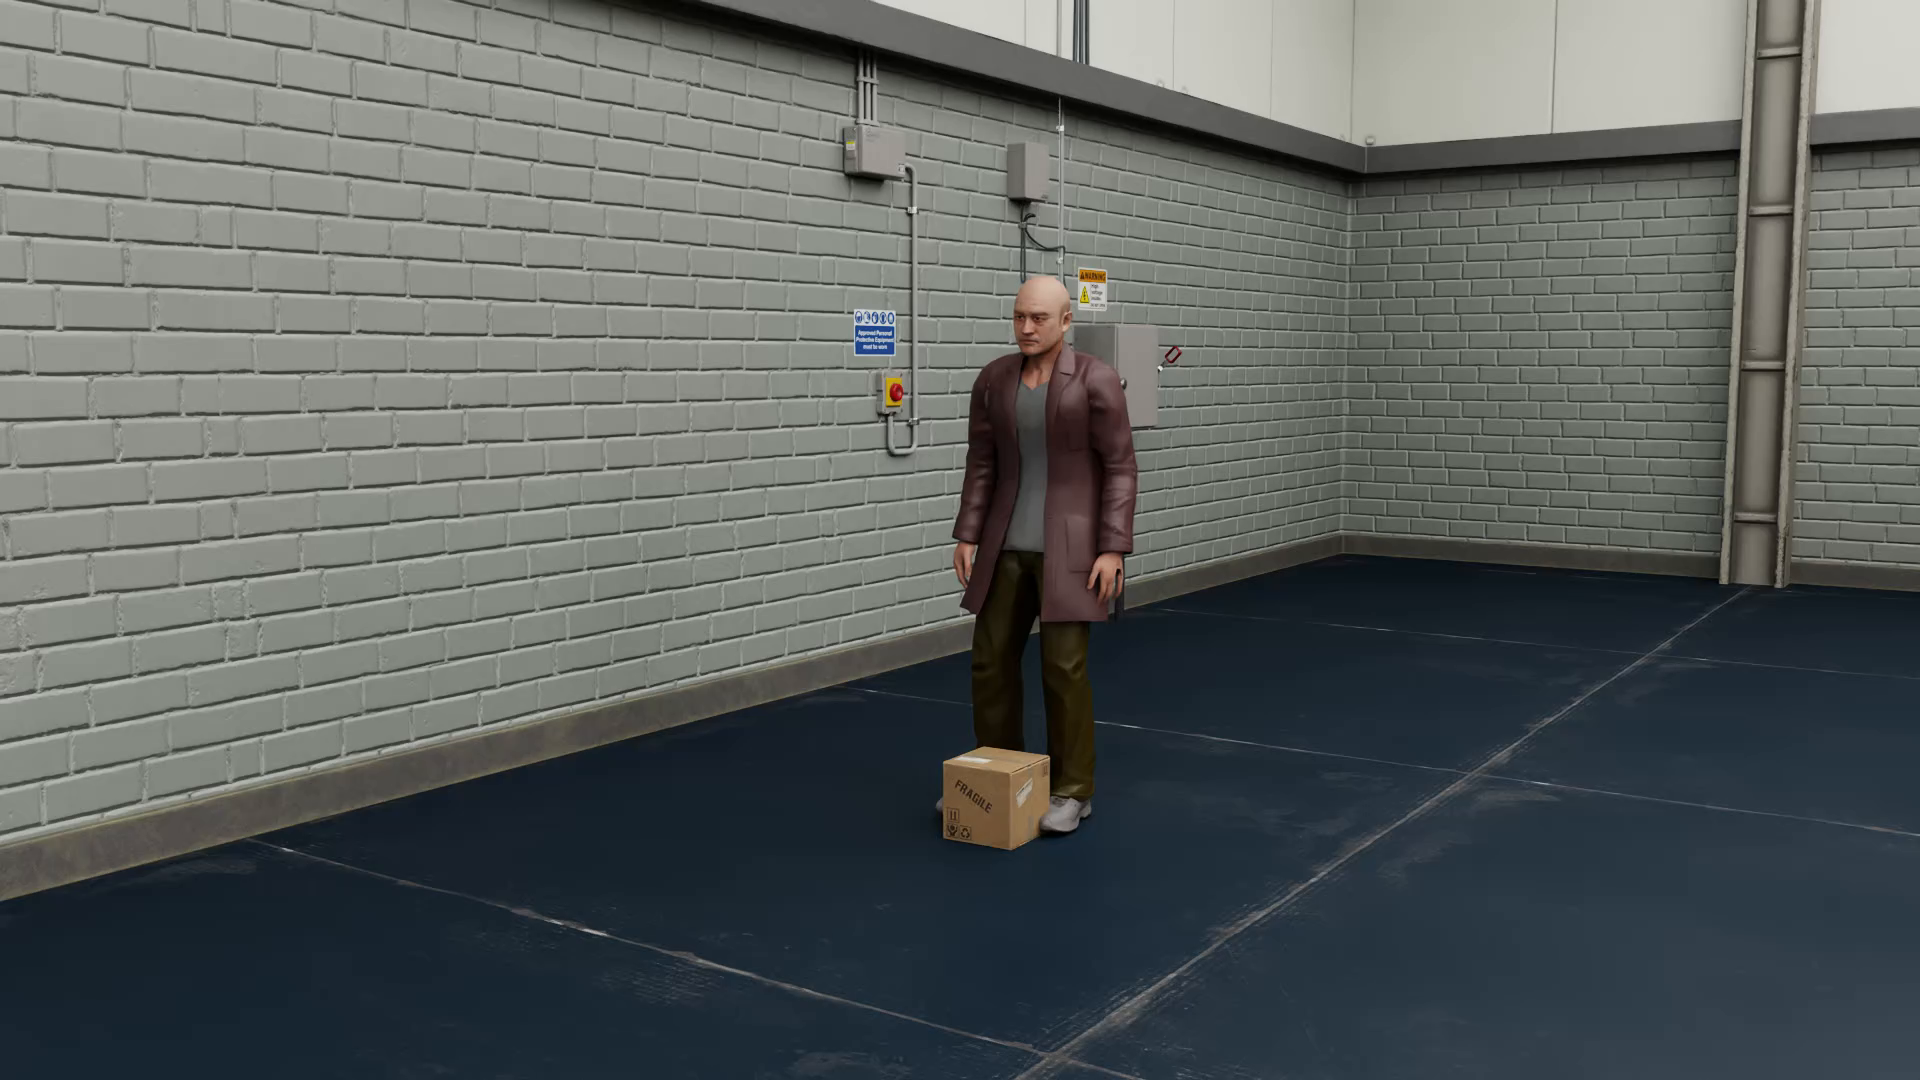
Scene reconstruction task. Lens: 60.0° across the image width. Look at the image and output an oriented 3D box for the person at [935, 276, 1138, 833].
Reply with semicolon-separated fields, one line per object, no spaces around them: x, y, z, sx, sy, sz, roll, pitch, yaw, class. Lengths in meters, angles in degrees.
0.261;0.038;5.411;0.645;1.772;0.429;4;7;30;person
